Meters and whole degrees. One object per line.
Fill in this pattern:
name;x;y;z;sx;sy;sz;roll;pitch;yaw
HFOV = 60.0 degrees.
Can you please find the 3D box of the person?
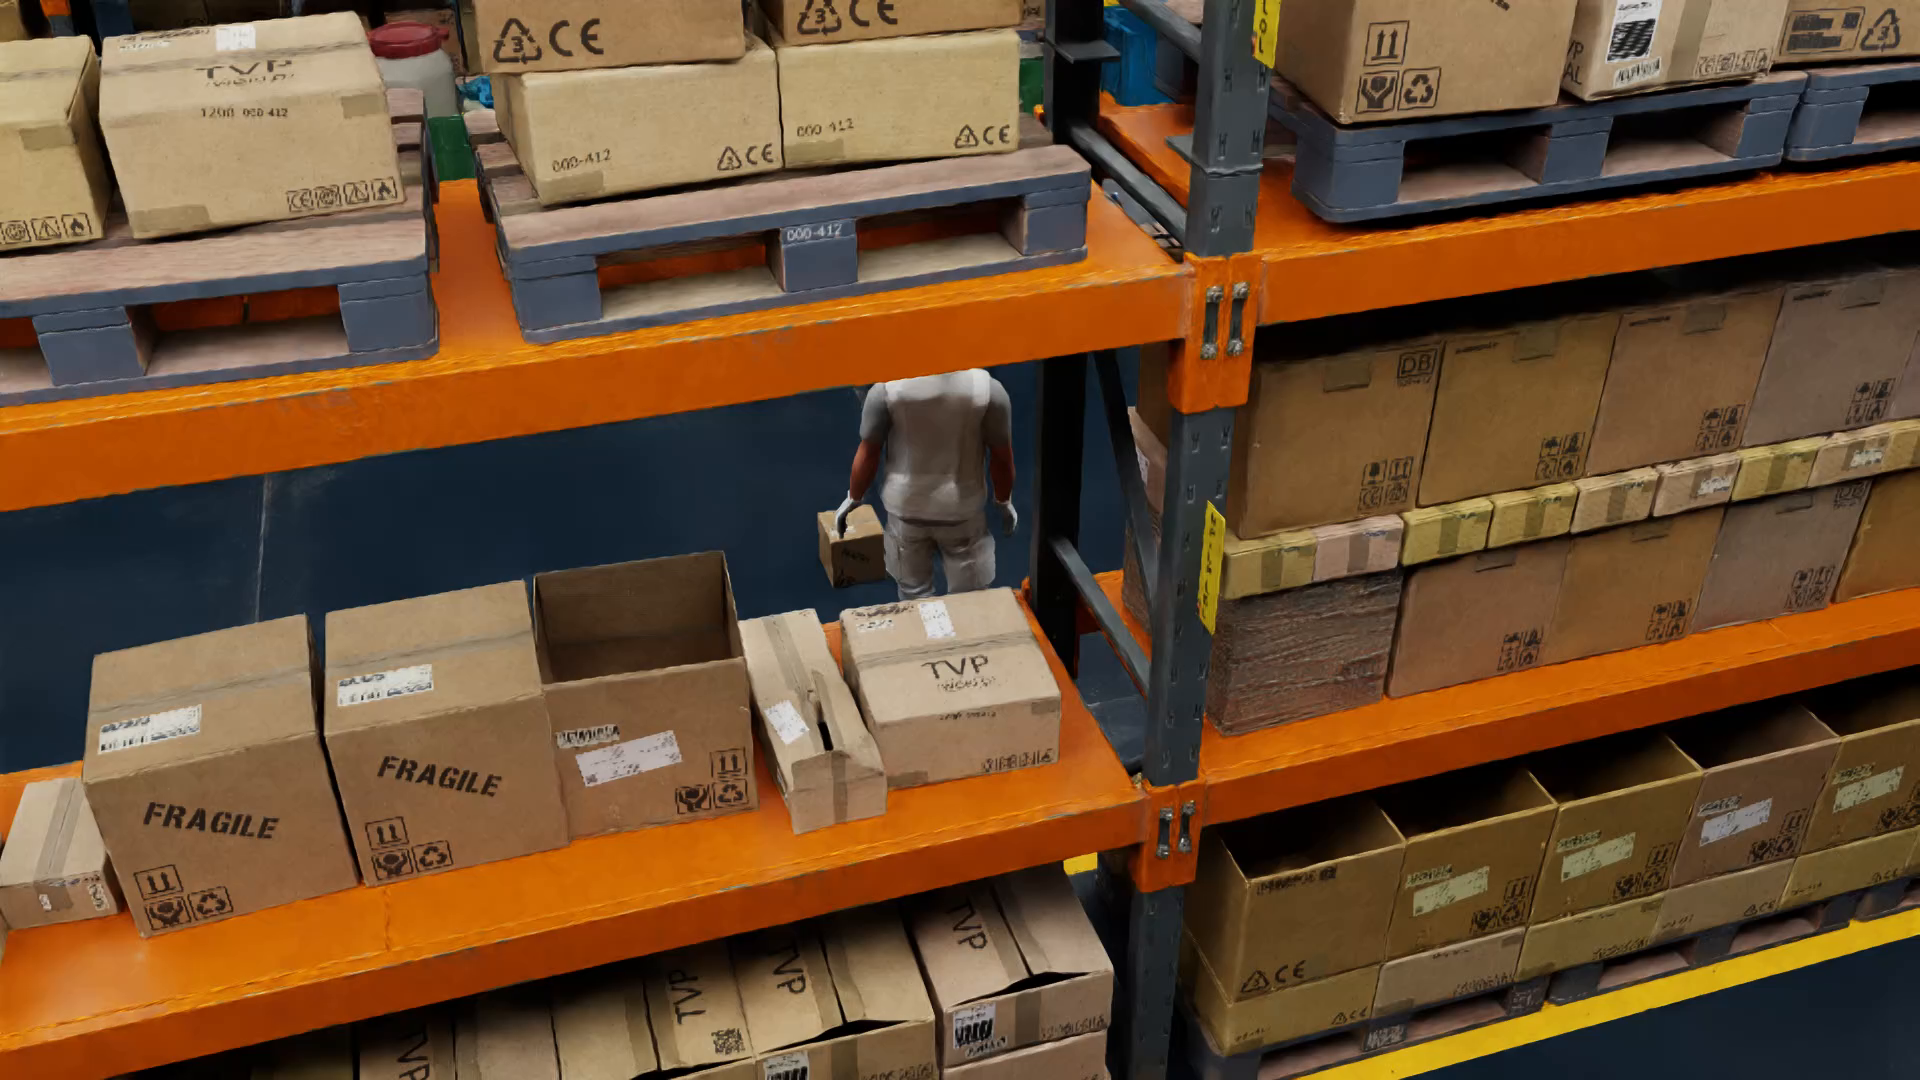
person;-0.103;-0.109;6.274;0.752;1.786;0.536;2;34;3
